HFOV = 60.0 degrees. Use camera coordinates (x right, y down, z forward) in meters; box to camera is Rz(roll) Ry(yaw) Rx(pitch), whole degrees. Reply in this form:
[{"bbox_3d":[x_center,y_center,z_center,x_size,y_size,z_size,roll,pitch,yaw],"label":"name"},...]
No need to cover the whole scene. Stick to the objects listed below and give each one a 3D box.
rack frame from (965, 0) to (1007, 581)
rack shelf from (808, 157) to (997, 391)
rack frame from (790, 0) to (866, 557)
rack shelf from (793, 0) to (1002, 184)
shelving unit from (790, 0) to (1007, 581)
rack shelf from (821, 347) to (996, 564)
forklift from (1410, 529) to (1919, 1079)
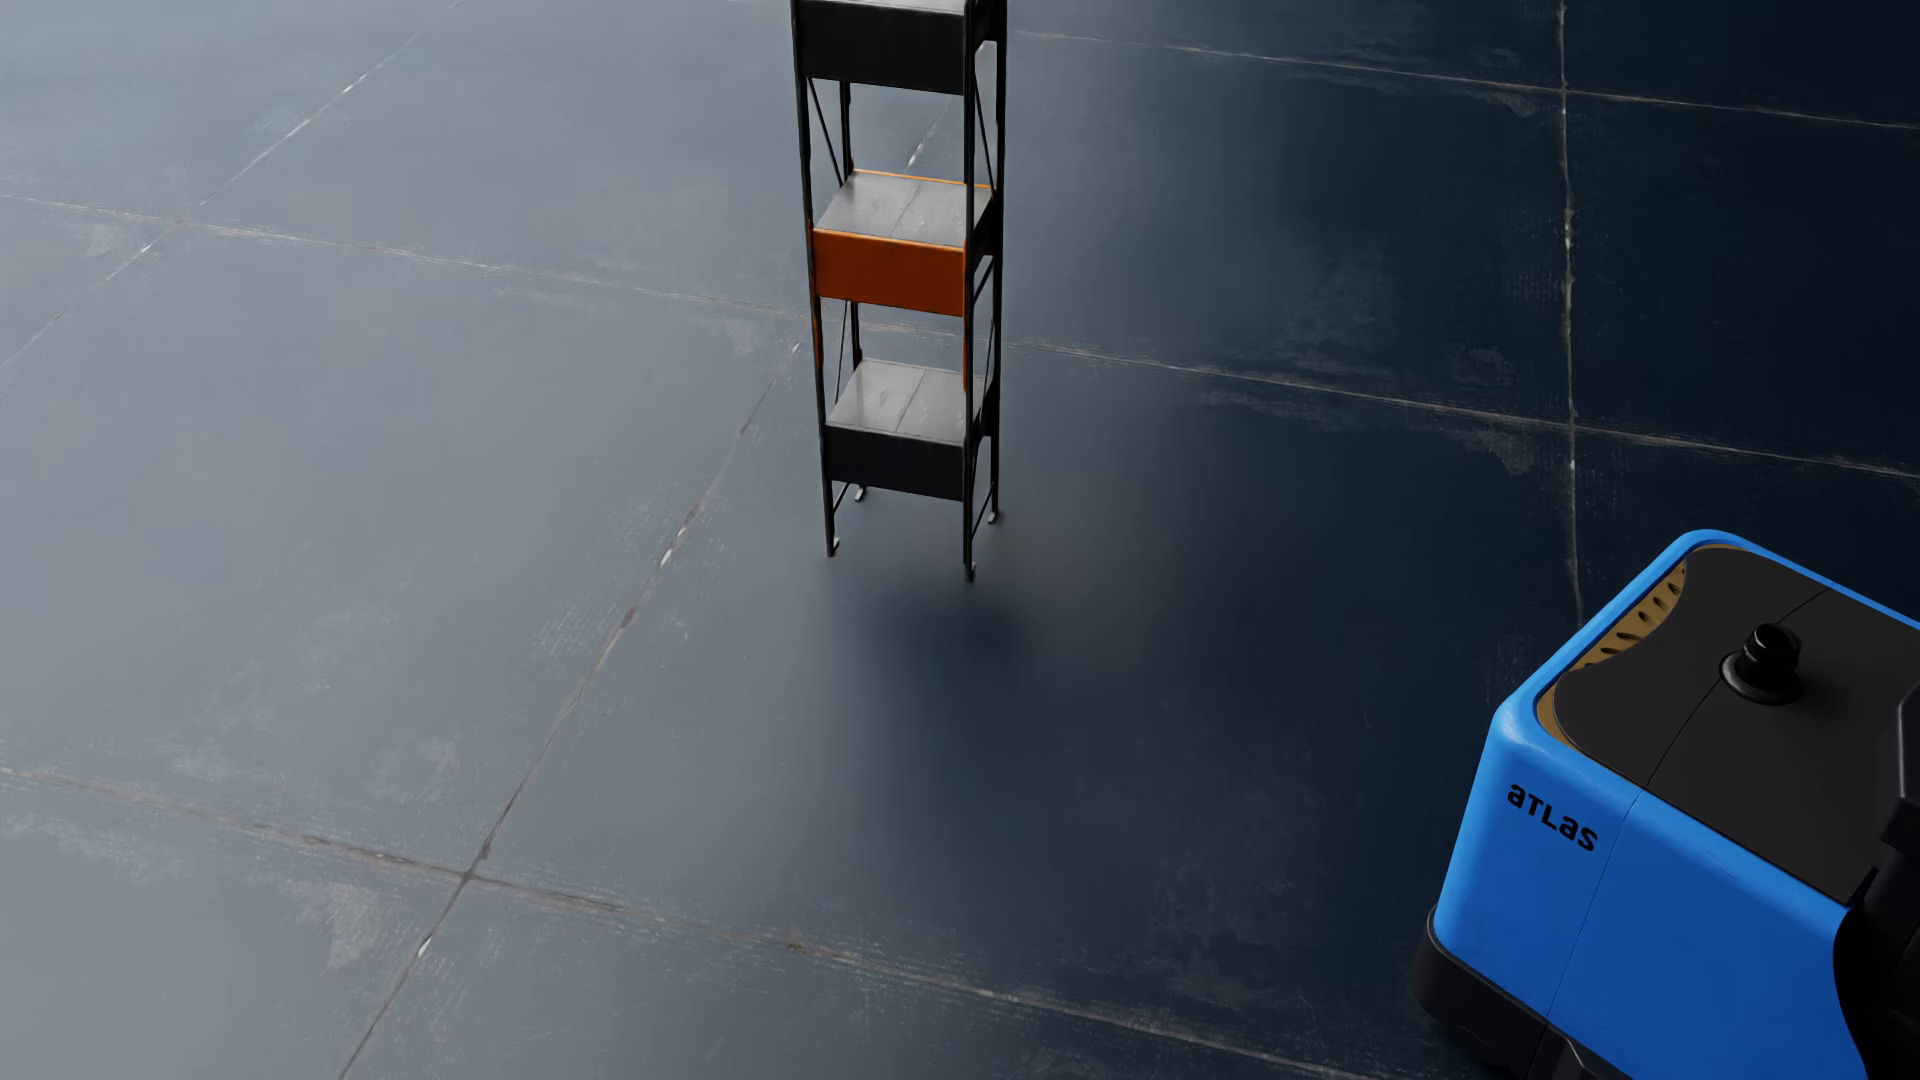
[{"bbox_3d":[0.076,-0.791,5.059,0.015,2.100,0.400,10,41,11],"label":"rack frame"},{"bbox_3d":[-0.160,-0.821,5.116,0.480,0.518,0.431,10,41,11],"label":"rack shelf"},{"bbox_3d":[-0.396,-0.872,5.156,0.015,2.100,0.400,10,41,11],"label":"rack frame"},{"bbox_3d":[-0.160,-1.357,4.666,0.480,0.518,0.431,10,41,11],"label":"rack shelf"},{"bbox_3d":[-0.160,-0.832,5.107,0.503,2.100,0.431,10,41,11],"label":"shelving unit"},{"bbox_3d":[-0.160,-0.285,5.566,0.480,0.518,0.431,10,41,11],"label":"rack shelf"},{"bbox_3d":[2.549,0.540,2.828,1.130,2.935,3.031,-32,50,-33],"label":"forklift"}]
